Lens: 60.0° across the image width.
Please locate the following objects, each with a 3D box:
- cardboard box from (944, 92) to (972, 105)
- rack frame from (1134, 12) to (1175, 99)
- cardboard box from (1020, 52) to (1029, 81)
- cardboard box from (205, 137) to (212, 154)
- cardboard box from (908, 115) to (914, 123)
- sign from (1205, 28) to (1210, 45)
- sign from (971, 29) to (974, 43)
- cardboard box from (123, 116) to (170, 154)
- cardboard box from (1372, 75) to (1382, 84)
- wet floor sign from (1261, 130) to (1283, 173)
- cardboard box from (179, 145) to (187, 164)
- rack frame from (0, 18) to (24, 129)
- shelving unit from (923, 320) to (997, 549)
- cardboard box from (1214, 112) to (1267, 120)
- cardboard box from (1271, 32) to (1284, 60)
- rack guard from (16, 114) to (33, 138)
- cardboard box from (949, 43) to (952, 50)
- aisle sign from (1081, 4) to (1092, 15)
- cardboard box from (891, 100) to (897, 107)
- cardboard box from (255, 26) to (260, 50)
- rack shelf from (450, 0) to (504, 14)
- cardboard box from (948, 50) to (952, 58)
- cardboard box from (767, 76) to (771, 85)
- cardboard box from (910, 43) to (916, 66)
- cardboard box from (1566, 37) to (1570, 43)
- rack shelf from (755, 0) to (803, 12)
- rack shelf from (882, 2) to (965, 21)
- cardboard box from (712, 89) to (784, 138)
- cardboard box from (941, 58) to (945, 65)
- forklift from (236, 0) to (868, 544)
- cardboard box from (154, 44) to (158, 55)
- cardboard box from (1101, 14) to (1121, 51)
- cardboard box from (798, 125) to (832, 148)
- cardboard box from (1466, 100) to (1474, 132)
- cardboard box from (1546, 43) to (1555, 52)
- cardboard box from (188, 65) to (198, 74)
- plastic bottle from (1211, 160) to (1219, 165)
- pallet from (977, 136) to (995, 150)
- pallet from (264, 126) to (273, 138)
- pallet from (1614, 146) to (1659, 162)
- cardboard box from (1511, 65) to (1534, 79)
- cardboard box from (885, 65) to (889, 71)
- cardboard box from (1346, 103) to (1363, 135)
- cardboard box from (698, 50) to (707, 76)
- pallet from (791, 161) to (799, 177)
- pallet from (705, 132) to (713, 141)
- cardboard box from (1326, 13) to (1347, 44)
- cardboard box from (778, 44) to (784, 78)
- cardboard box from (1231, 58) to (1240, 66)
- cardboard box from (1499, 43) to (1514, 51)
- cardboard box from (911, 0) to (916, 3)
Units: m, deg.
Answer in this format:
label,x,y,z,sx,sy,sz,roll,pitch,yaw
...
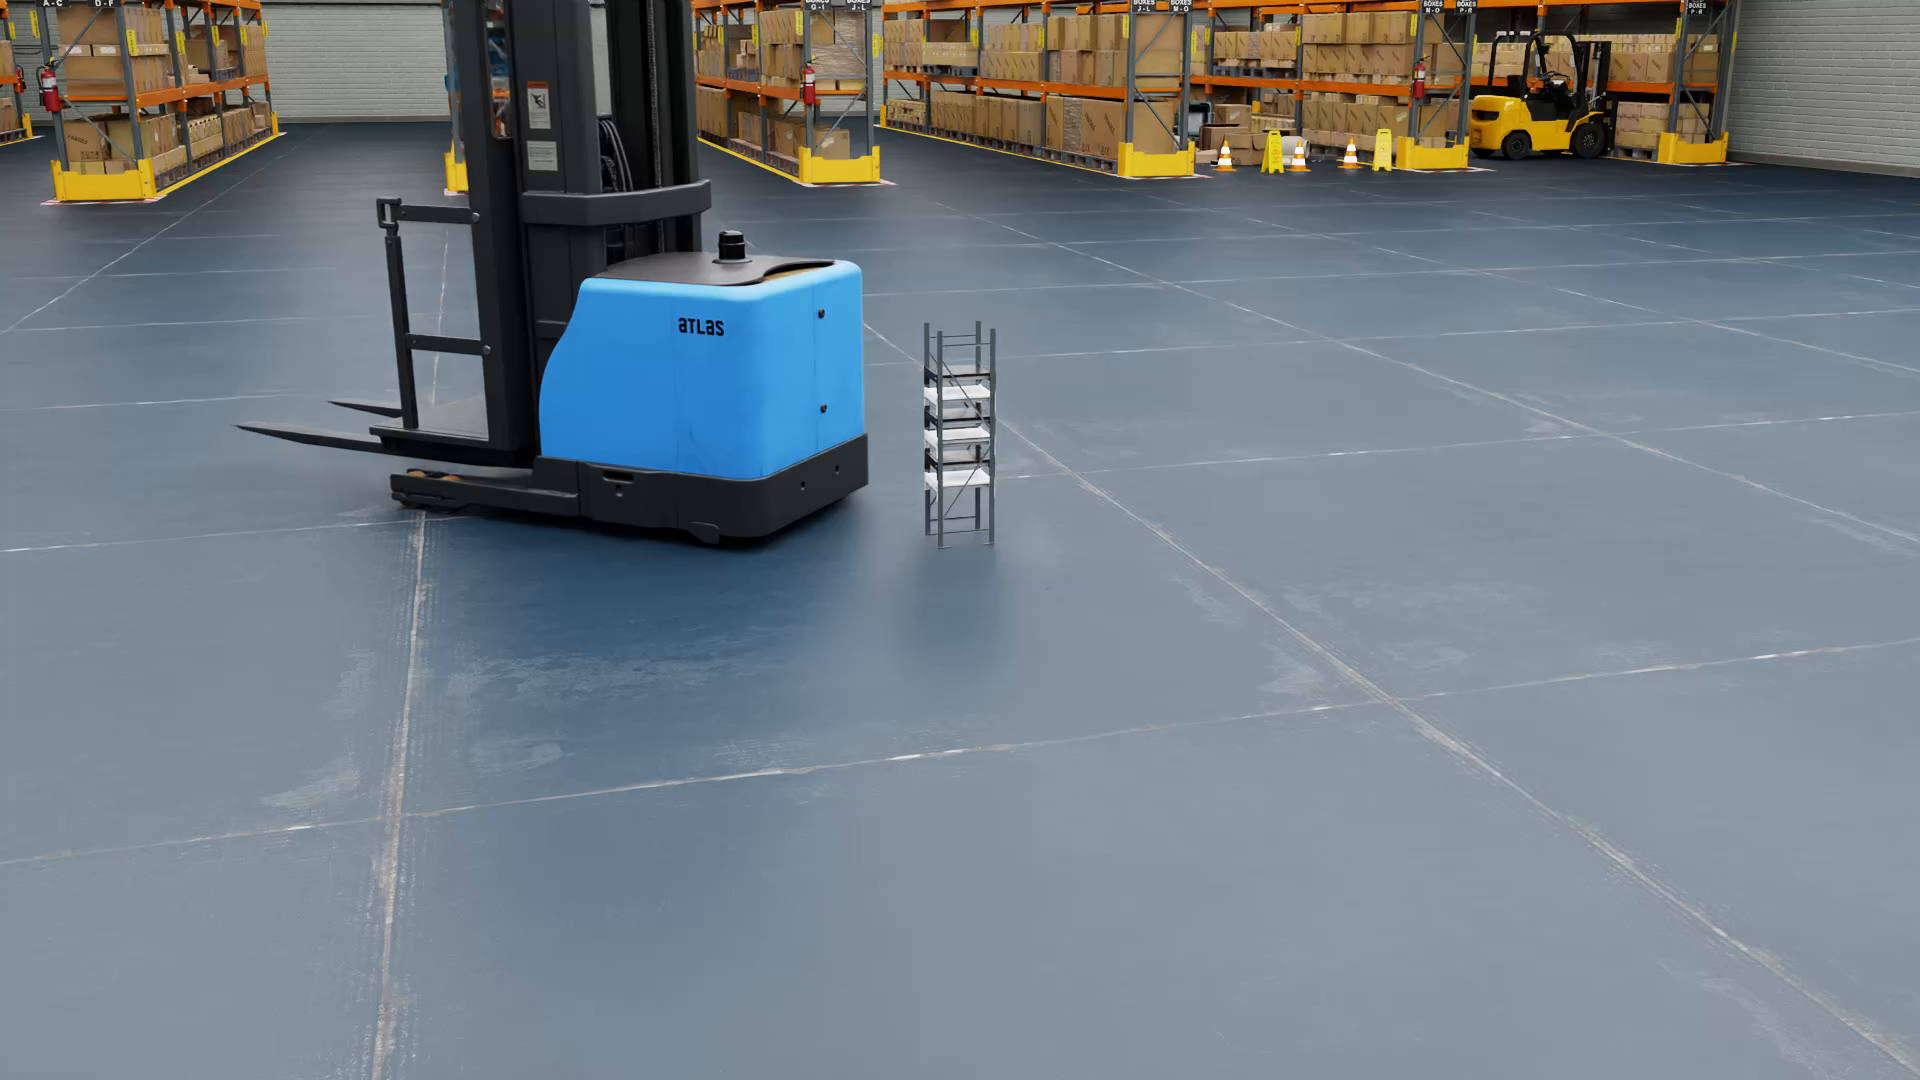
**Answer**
label,x,y,z,sx,sy,sz,roll,pitch,yaw
cardboard box,-0.032,-9.279,34.940,0.500,0.250,0.500,-4,17,-13
rack frame,4.466,-10.849,37.855,1.000,3.000,0.127,-5,17,-15
cardboard box,1.394,-8.528,29.954,0.500,0.500,0.500,-5,17,-16
cardboard box,-12.686,-6.511,27.464,0.500,0.250,0.500,-4,17,-14
cardboard box,-0.986,-9.633,38.034,0.380,0.149,0.250,-5,17,-15
sign,5.032,-10.252,33.856,0.100,0.325,0.005,-5,17,-15
sign,0.267,-11.029,36.442,0.100,0.325,0.005,-5,17,-15
cardboard box,-11.634,-5.789,23.755,0.500,0.500,0.500,-5,17,-15
cardboard box,7.129,-7.699,27.804,0.380,0.149,0.250,-4,17,-14
wet floor sign,4.944,-6.131,26.242,0.267,0.644,0.232,-8,18,-25
cardboard box,-12.052,-5.844,25.242,0.500,0.250,0.500,-5,17,-15
rack frame,-20.450,-9.997,35.019,1.000,3.000,0.127,-5,17,-15
shelving unit,-0.002,-0.433,6.830,0.258,0.900,0.210,-5,17,-15
cardboard box,5.711,-8.528,33.967,0.950,0.372,0.625,-6,18,-19
cardboard box,6.179,-9.274,31.192,0.500,0.500,0.500,-5,17,-15
rack guard,-20.456,-8.807,35.401,1.175,0.500,0.348,-5,17,-15
cardboard box,-0.018,-10.071,33.938,0.380,0.149,0.250,-5,17,-15
aisle sign,3.068,-13.197,41.155,0.394,0.787,0.004,-5,17,-15
cardboard box,-1.410,-10.338,39.347,0.380,0.149,0.250,-5,17,-15
cardboard box,-15.014,-10.532,34.890,0.500,0.500,0.500,-4,17,-14
rack shelf,-8.176,-9.106,28.090,1.077,0.370,4.000,-5,17,-15
cardboard box,-0.024,-9.932,33.991,0.380,0.149,0.250,-5,17,-16
cardboard box,-2.942,-7.512,27.183,0.380,0.149,0.250,-5,17,-15
cardboard box,-0.812,-10.875,37.252,0.500,0.500,0.500,-5,17,-17
cardboard box,11.476,-9.284,30.827,0.380,0.149,0.250,-5,17,-16
rack shelf,-2.314,-8.392,25.710,1.077,0.370,4.000,-5,17,-15
rack shelf,-0.815,-12.075,37.973,1.077,0.370,4.000,-5,17,-15
cardboard box,-4.133,-8.335,32.450,1.225,0.875,0.875,-6,18,-18
cardboard box,-0.169,-9.934,34.518,0.380,0.149,0.250,-6,18,-18
forklift,-1.978,-1.650,7.352,3.031,2.935,1.130,7,18,23
cardboard box,-11.831,-7.089,24.037,0.380,0.149,0.250,-5,17,-16
cardboard box,2.728,-7.950,26.066,0.875,0.550,0.550,-5,17,-15
cardboard box,-2.271,-6.262,26.198,0.500,0.500,0.500,-3,17,-10
cardboard box,10.867,-8.660,33.965,0.875,0.625,0.625,-5,18,-18
cardboard box,11.271,-9.279,31.328,0.380,0.149,0.250,-5,17,-16
cardboard box,-13.431,-8.030,28.626,0.500,0.311,0.500,-4,17,-12
plastic bottle,4.318,-6.358,28.011,0.133,0.061,0.283,-12,20,-34
pallet,0.978,-7.764,32.431,1.003,0.211,1.213,-5,17,-15
pallet,-15.447,-8.813,35.924,1.003,0.211,1.213,-5,17,-15
pallet,12.285,-6.796,29.209,1.003,0.211,1.213,-5,17,-15
cardboard box,11.046,-9.077,32.215,0.500,0.250,0.500,-4,17,-14
cardboard box,-1.591,-11.300,39.794,0.380,0.149,0.250,-5,17,-16
cardboard box,7.014,-7.258,28.648,0.500,0.500,0.500,-5,17,-17
cardboard box,-5.176,-9.966,34.743,0.500,0.500,0.500,-5,17,-15
pallet,-1.975,-5.659,25.425,1.003,0.211,1.213,-5,17,-15
pallet,-4.778,-8.523,34.957,1.003,0.211,1.213,-5,17,-15
cardboard box,6.808,-8.882,28.880,0.700,0.500,0.500,-5,17,-16
cardboard box,-2.364,-7.501,26.017,0.875,0.500,0.500,-5,17,-15
cardboard box,5.608,-9.481,33.007,0.380,0.149,0.250,-5,17,-15
cardboard box,10.824,-9.669,32.626,0.380,0.149,0.250,-5,18,-17
cardboard box,-0.786,-12.048,36.893,0.500,0.250,0.500,-5,17,-15
